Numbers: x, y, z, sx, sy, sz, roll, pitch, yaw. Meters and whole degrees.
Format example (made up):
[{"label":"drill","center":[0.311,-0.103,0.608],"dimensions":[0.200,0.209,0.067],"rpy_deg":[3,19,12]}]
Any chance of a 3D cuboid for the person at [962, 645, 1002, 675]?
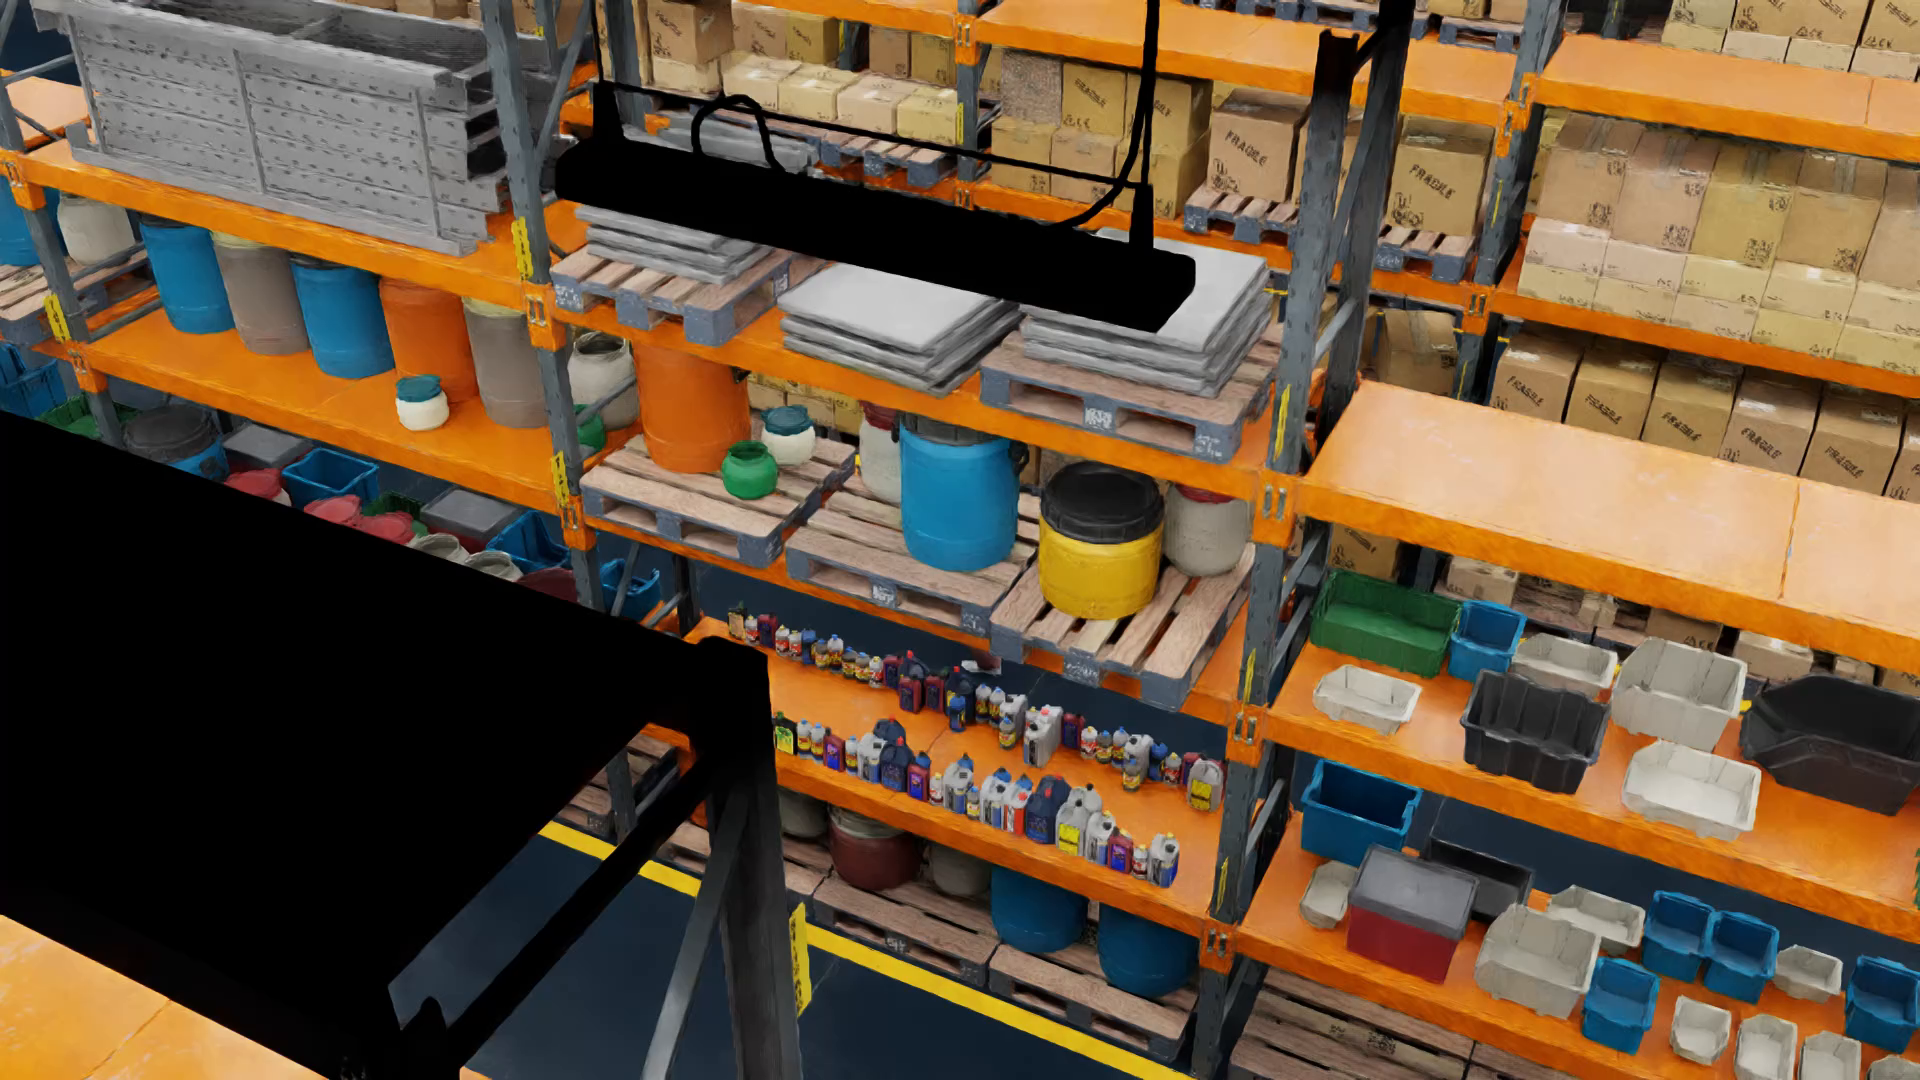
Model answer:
[{"label":"person","center":[0.115,0.235,12.142],"dimensions":[0.507,1.618,0.598],"rpy_deg":[15,38,20]}]
